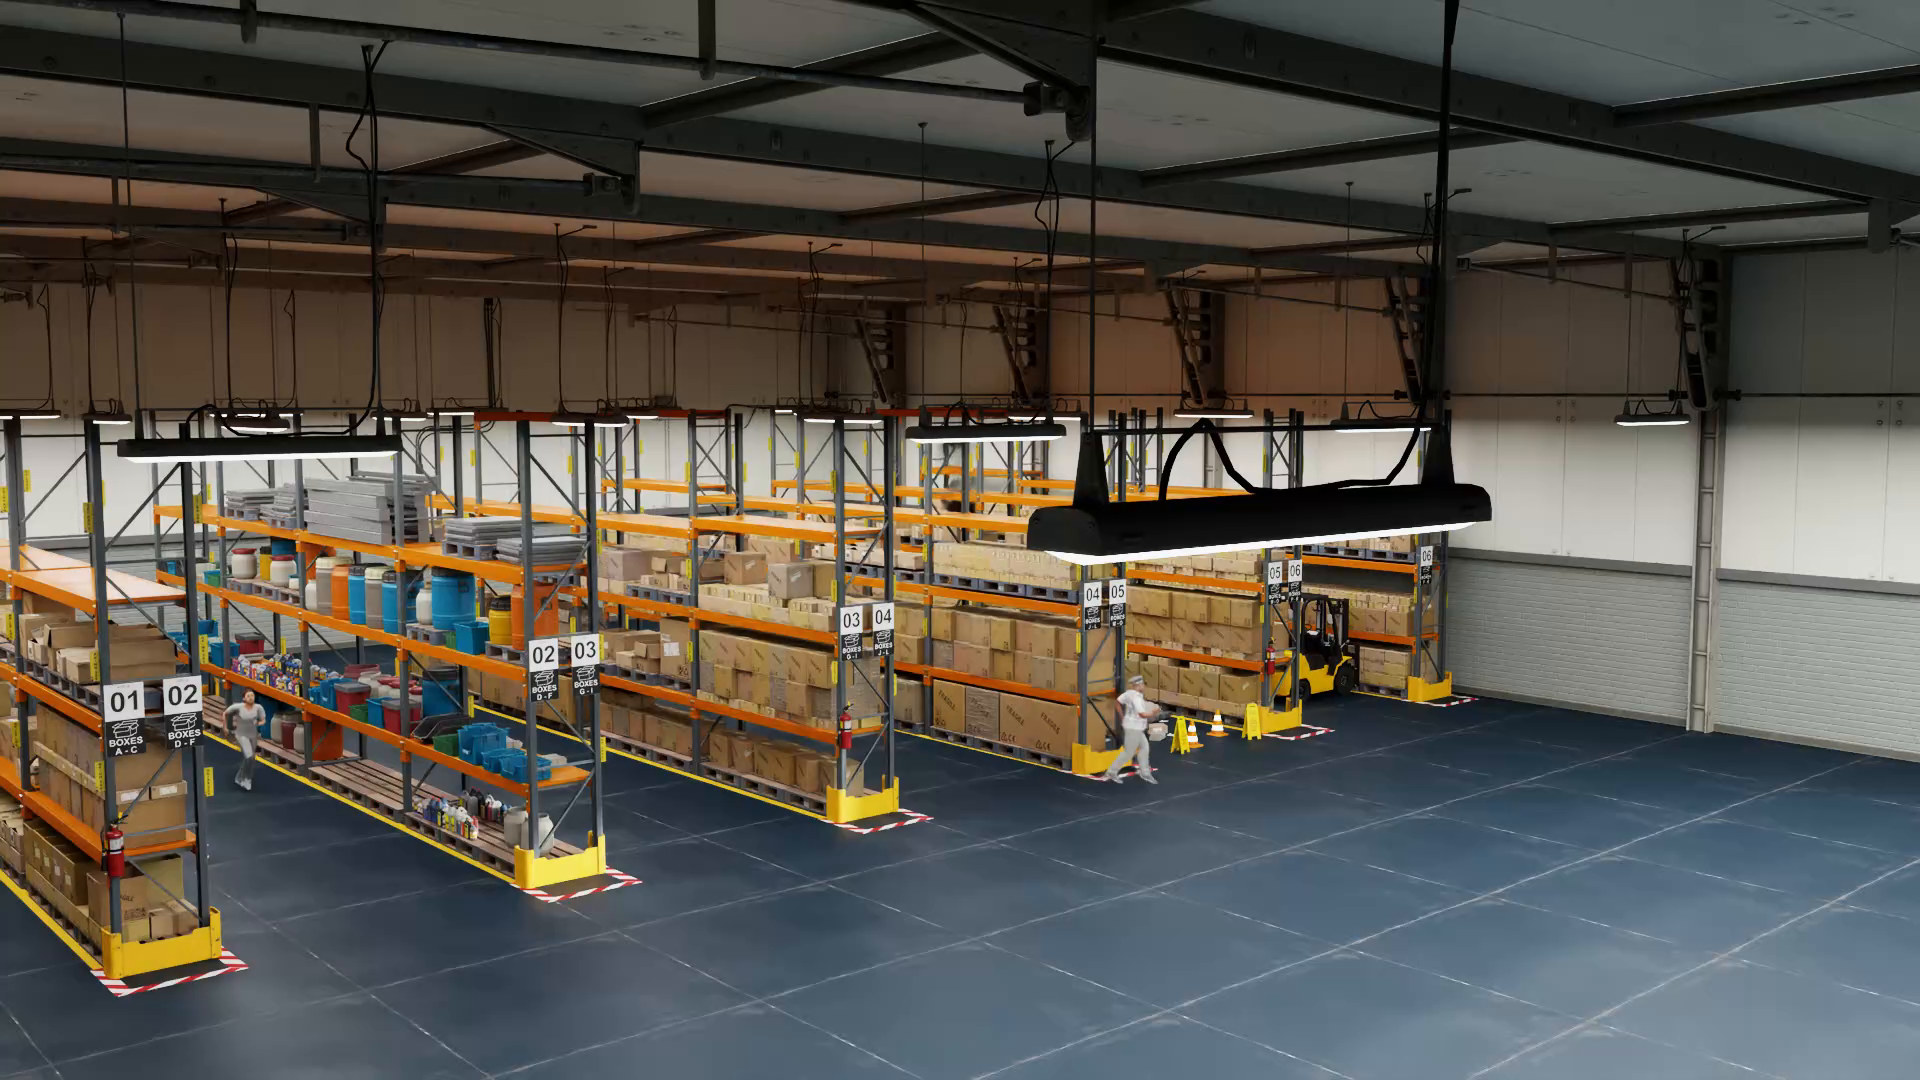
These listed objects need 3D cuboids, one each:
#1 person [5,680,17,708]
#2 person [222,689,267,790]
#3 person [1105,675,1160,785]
[{"bbox_3d":[-18.012,2.757,31.336,0.528,1.663,0.639,2,5,18],"label":"person"},{"bbox_3d":[-11.381,3.165,26.507,0.594,1.621,0.775,-5,7,-42],"label":"person"},{"bbox_3d":[2.787,3.076,26.848,0.915,1.816,0.641,0,5,-5],"label":"person"}]
